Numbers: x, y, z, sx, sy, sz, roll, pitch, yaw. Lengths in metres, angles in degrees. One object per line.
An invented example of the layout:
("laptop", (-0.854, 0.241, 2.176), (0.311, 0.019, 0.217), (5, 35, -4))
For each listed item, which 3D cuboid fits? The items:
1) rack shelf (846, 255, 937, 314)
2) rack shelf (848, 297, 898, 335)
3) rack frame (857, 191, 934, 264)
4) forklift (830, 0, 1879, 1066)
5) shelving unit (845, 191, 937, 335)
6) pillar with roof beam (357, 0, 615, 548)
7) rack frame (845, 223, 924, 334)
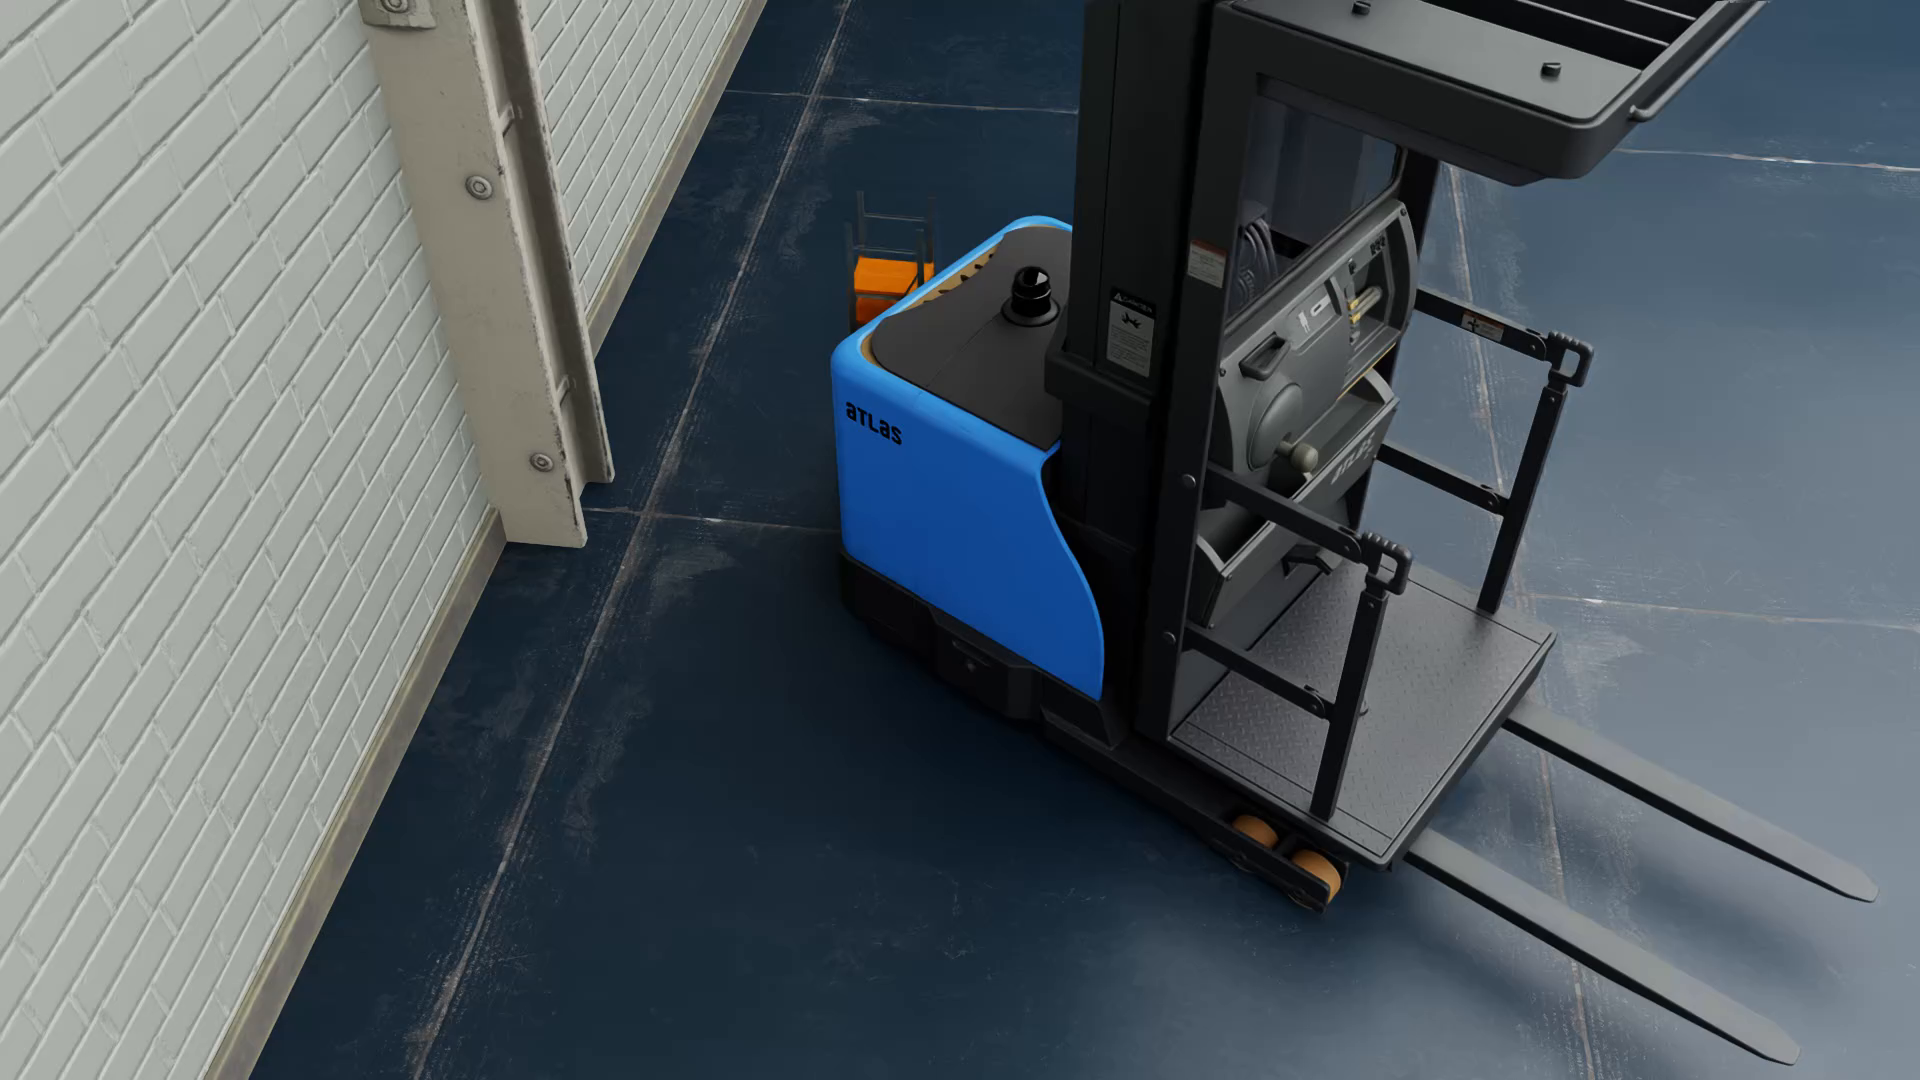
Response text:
("rack shelf", (-0.215, -0.798, 5.262), (0.258, 0.103, 0.180), (6, 44, 6))
("rack shelf", (-0.215, -0.711, 5.344), (0.258, 0.103, 0.180), (6, 44, 6))
("rack frame", (-0.201, -0.631, 5.544), (0.240, 1.200, 0.006), (6, 44, 6))
("forklift", (1.073, -0.449, 4.092), (3.031, 2.935, 1.130), (29, 51, 27))
("shelving unit", (-0.215, -0.569, 5.479), (0.258, 1.200, 0.189), (6, 44, 6))
("pillar with roof beam", (2.844, -2.998, 2.371), (9.100, 9.000, 0.400), (5, 44, 6))
("rack frame", (-0.229, -0.507, 5.413), (0.240, 1.200, 0.006), (6, 44, 6))
